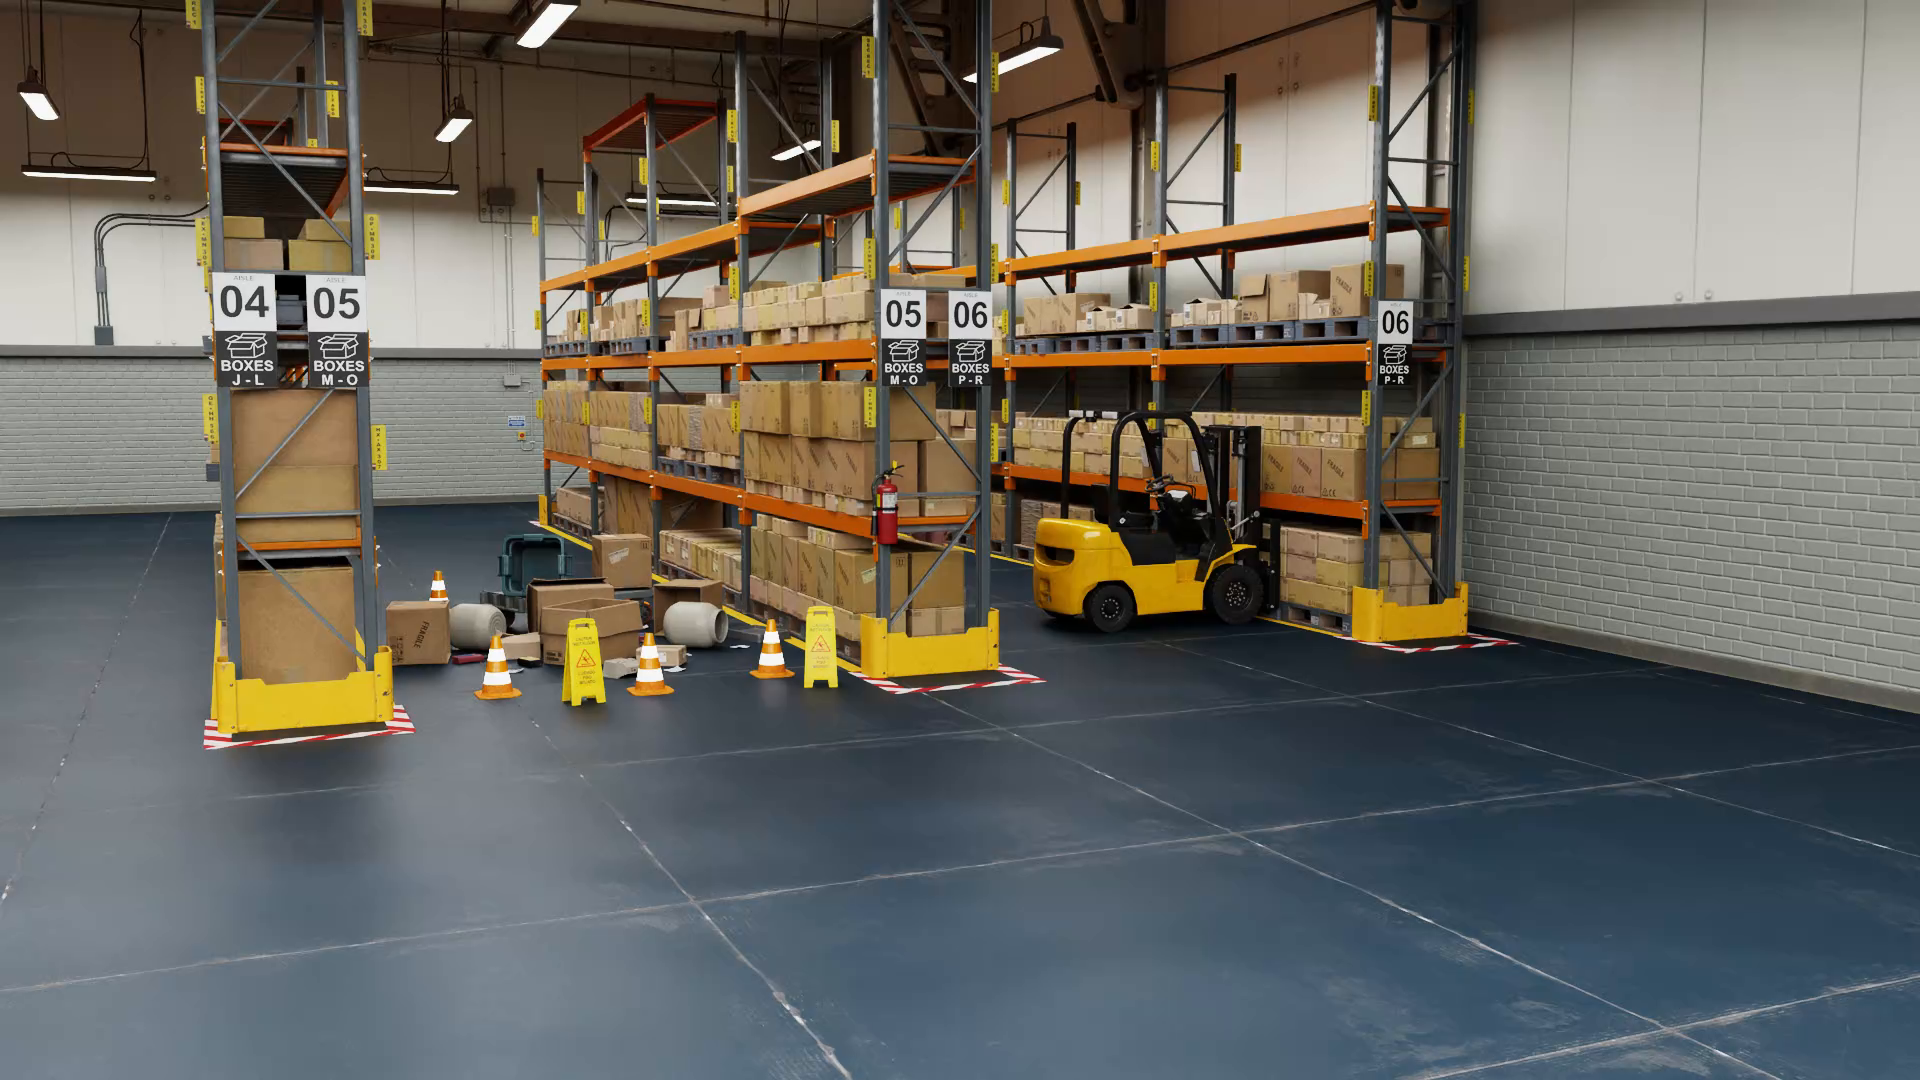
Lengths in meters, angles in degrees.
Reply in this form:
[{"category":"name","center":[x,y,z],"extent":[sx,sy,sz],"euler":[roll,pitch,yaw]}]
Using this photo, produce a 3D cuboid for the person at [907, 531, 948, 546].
[{"category":"person","center":[-0.356,-0.107,18.120],"extent":[0.479,1.664,0.570],"euler":[0,5,3]}]
